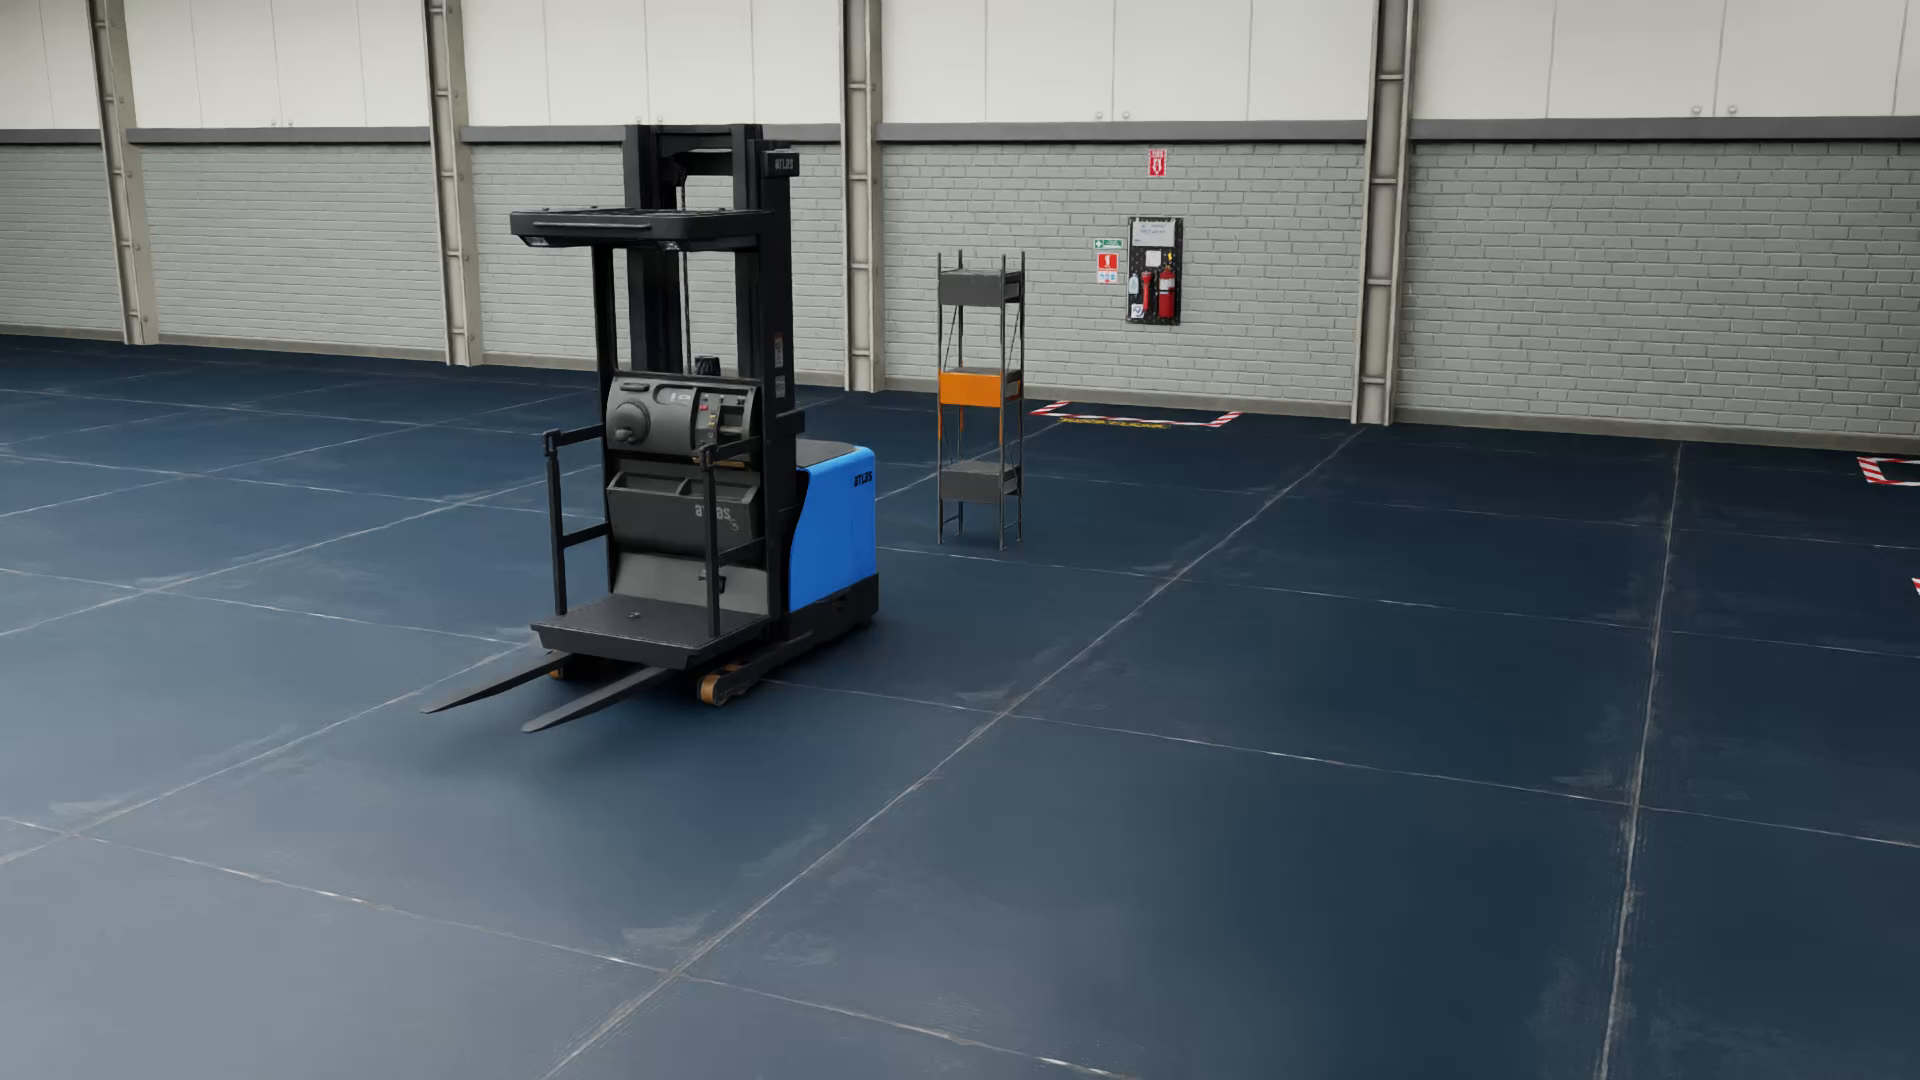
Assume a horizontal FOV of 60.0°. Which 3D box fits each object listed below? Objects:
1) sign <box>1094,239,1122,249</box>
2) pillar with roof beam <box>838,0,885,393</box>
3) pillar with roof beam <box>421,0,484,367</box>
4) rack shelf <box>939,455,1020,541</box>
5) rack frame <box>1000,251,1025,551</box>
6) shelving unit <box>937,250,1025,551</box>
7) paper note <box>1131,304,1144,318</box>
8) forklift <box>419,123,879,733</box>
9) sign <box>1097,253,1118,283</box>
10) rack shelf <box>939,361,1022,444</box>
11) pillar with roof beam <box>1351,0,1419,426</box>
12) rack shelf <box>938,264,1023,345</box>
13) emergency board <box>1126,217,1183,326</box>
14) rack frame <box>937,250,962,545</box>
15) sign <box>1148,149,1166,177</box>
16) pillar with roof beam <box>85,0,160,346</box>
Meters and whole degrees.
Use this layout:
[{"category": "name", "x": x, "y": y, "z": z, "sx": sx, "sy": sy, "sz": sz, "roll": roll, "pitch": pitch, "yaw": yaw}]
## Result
[{"category": "sign", "x": 1.643, "y": -3.283, "z": 18.441, "sx": 0.331, "sy": 0.109, "sz": 0.001, "roll": 6, "pitch": 14, "yaw": 23}, {"category": "pillar with roof beam", "x": -2.880, "y": -5.277, "z": 15.046, "sx": 0.400, "sy": 9.000, "sz": 9.100, "roll": 6, "pitch": 14, "yaw": 23}, {"category": "pillar with roof beam", "x": -8.365, "y": -5.832, "z": 17.412, "sx": 0.400, "sy": 9.000, "sz": 9.100, "roll": 6, "pitch": 14, "yaw": 23}, {"category": "rack shelf", "x": 0.151, "y": -0.312, "z": 12.113, "sx": 0.480, "sy": 0.518, "sz": 0.431, "roll": 6, "pitch": 14, "yaw": 23}, {"category": "rack frame", "x": 0.374, "y": -0.984, "z": 11.853, "sx": 0.015, "sy": 2.100, "sz": 0.400, "roll": 6, "pitch": 14, "yaw": 23}, {"category": "shelving unit", "x": 0.151, "y": -1.007, "z": 11.950, "sx": 0.503, "sy": 2.100, "sz": 0.431, "roll": 6, "pitch": 14, "yaw": 23}, {"category": "paper note", "x": 1.972, "y": -2.539, "z": 18.438, "sx": 0.142, "sy": 0.148, "sz": 0.016, "roll": 6, "pitch": 14, "yaw": 23}, {"category": "forklift", "x": -1.591, "y": -0.681, "z": 8.743, "sx": 1.130, "sy": 2.935, "sz": 3.031, "roll": 6, "pitch": 15, "yaw": 25}, {"category": "sign", "x": 1.642, "y": -3.027, "z": 18.512, "sx": 0.234, "sy": 0.329, "sz": 0.001, "roll": 6, "pitch": 14, "yaw": 23}, {"category": "rack shelf", "x": 0.151, "y": -0.994, "z": 11.953, "sx": 0.480, "sy": 0.518, "sz": 0.431, "roll": 6, "pitch": 14, "yaw": 23}, {"category": "pillar with roof beam", "x": 2.606, "y": -4.722, "z": 12.680, "sx": 0.400, "sy": 9.000, "sz": 9.100, "roll": 6, "pitch": 14, "yaw": 23}, {"category": "rack shelf", "x": 0.151, "y": -1.675, "z": 11.793, "sx": 0.480, "sy": 0.518, "sz": 0.431, "roll": 6, "pitch": 14, "yaw": 23}, {"category": "emergency board", "x": 2.106, "y": -2.937, "z": 18.206, "sx": 0.643, "sy": 1.169, "sz": 0.194, "roll": 6, "pitch": 14, "yaw": 23}, {"category": "rack frame", "x": -0.072, "y": -1.029, "z": 12.046, "sx": 0.015, "sy": 2.100, "sz": 0.400, "roll": 6, "pitch": 14, "yaw": 23}, {"category": "sign", "x": 2.139, "y": -4.087, "z": 18.033, "sx": 0.199, "sy": 0.298, "sz": 0.001, "roll": 6, "pitch": 14, "yaw": 23}, {"category": "pillar with roof beam", "x": -13.851, "y": -6.388, "z": 19.778, "sx": 0.400, "sy": 9.000, "sz": 9.100, "roll": 6, "pitch": 14, "yaw": 23}]
